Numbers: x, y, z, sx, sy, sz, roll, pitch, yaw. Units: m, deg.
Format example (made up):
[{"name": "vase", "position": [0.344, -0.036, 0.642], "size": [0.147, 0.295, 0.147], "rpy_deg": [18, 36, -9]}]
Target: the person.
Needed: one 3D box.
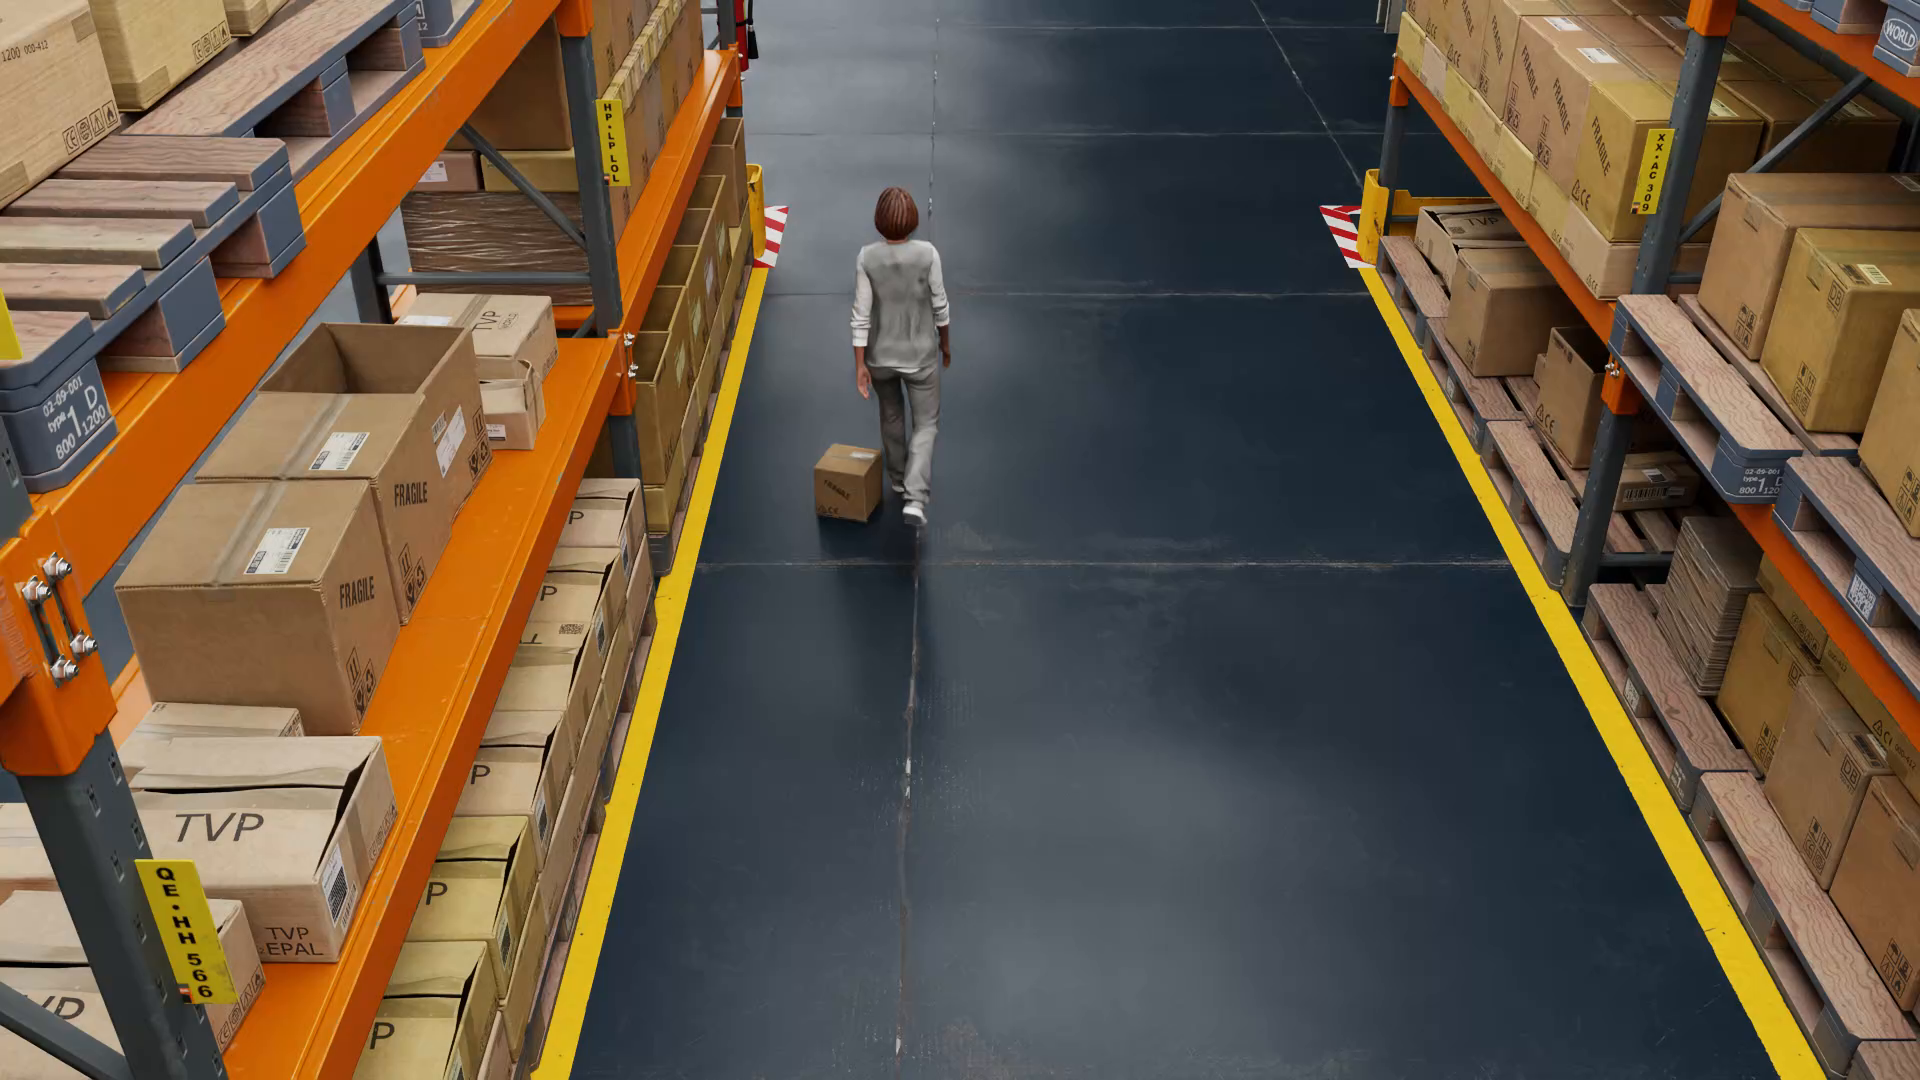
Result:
[{"name": "person", "position": [-0.263, -0.802, 7.413], "size": [0.433, 1.560, 0.837], "rpy_deg": [1, 32, 2]}]
